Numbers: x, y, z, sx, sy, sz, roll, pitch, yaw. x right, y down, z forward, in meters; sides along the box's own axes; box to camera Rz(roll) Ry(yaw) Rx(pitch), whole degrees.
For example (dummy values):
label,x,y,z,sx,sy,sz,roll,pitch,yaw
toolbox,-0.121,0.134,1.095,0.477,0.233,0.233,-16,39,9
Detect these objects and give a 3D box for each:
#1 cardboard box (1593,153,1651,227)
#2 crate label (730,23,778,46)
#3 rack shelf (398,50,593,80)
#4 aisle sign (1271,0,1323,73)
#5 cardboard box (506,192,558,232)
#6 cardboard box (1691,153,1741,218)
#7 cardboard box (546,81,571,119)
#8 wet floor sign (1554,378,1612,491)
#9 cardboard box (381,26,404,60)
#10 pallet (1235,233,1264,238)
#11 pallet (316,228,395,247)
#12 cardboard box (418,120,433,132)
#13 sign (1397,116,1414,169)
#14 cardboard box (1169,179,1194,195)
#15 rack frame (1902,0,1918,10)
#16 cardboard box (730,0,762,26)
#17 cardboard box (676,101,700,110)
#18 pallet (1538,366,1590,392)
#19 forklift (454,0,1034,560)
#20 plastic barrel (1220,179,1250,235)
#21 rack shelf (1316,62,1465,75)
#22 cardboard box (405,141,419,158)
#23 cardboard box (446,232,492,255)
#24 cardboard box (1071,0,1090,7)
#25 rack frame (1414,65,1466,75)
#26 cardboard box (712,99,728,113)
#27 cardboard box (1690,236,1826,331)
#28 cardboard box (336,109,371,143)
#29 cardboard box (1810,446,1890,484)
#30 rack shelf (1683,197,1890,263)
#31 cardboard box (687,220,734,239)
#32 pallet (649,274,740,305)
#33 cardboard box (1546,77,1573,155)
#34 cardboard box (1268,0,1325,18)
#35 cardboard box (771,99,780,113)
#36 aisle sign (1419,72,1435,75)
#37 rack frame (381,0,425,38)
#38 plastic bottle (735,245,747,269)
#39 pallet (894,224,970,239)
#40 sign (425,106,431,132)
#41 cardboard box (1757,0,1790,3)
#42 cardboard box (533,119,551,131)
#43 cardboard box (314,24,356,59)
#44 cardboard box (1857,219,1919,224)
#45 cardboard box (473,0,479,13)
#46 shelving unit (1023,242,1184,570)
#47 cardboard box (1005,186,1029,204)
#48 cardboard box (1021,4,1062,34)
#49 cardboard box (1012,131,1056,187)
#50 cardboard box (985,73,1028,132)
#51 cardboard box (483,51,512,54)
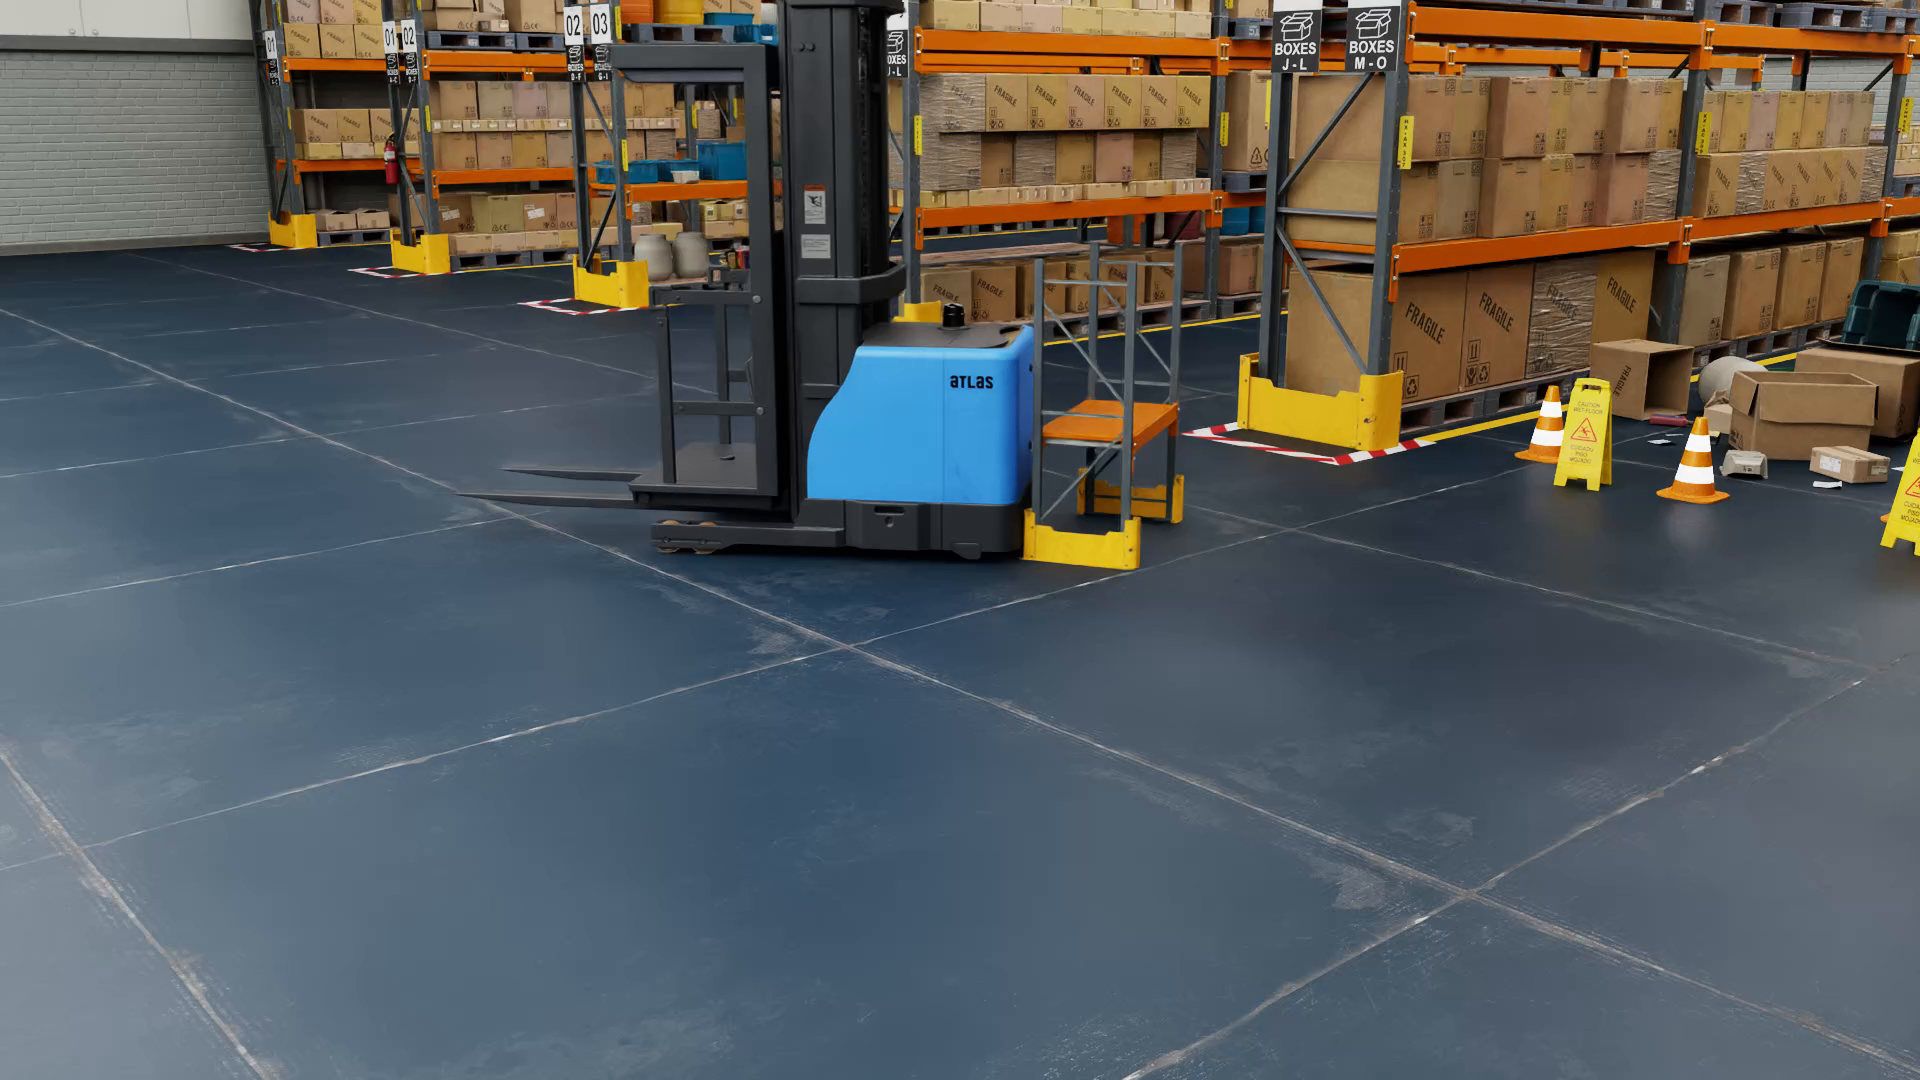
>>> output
label,x,y,z,sx,sy,sz,roll,pitch,yaw
cardboard box,4.810,-2.759,12.975,0.550,0.550,0.875,-13,19,-39
crate label,-2.339,-5.748,18.933,0.408,0.251,0.502,-13,19,-39
rack shelf,-5.708,-6.523,22.941,4.000,0.370,1.077,-13,19,-39
aisle sign,2.213,-3.473,10.903,0.004,0.787,0.394,-13,19,-39
cardboard box,-5.921,-4.540,22.994,0.500,0.500,0.500,-13,19,-39
cardboard box,6.054,-2.934,13.727,0.500,0.500,0.500,-12,19,-39
cardboard box,-5.665,-6.104,23.082,0.500,0.500,0.700,-13,19,-39
wet floor sign,3.741,-0.643,9.908,0.267,0.644,0.232,12,19,37
cardboard box,-8.847,-7.829,26.204,0.500,0.500,0.500,-11,19,-36
pallet,4.475,-4.681,25.866,1.213,0.211,1.003,-13,19,-39
pallet,-9.778,-4.843,26.472,1.213,0.211,1.003,-13,19,-39
cardboard box,-7.053,-5.546,22.251,0.250,0.149,0.380,-13,20,-40
sign,2.823,-2.518,10.535,0.005,0.325,0.100,-13,19,-39
cardboard box,2.137,-3.576,16.811,0.250,0.149,0.380,-13,19,-39
rack frame,8.498,-6.425,15.365,0.127,3.000,1.000,-13,19,-39
cardboard box,-3.293,-7.900,24.725,0.500,0.500,0.500,-10,18,-34
cardboard box,-4.910,-7.854,30.039,0.380,0.149,0.250,12,19,38
pallet,4.856,-1.388,13.537,1.213,0.211,1.003,-13,19,-39
forklift,-1.135,-1.473,8.584,3.031,2.935,1.130,2,15,8
plastic barrel,4.129,-5.131,25.400,0.708,0.901,0.600,-13,19,-39
rack shelf,6.593,-7.591,26.939,4.000,0.370,1.077,-13,19,-39
cardboard box,-8.741,-6.266,26.647,0.500,0.250,0.500,-12,19,-39
cardboard box,-6.666,-4.005,22.445,0.500,0.250,0.500,-13,19,-39
cardboard box,0.993,-5.037,15.499,0.250,0.149,0.380,-14,20,-41
rack frame,8.102,-6.828,28.501,0.127,3.000,1.000,-13,19,-39
cardboard box,-4.264,-8.093,30.974,0.500,0.250,0.500,-12,19,-38
cardboard box,7.322,-2.408,15.498,0.750,0.750,1.050,-12,19,-39
cardboard box,-9.534,-6.450,25.885,0.500,0.500,0.500,-13,19,-39
cardboard box,5.451,-0.462,10.193,0.250,0.149,0.380,-3,15,-11
rack shelf,6.989,-2.840,14.963,4.000,0.370,1.077,-13,19,-39
cardboard box,-3.732,-4.655,24.879,0.500,0.250,0.500,-13,20,-41
pallet,-3.325,-2.929,19.308,1.213,0.211,1.003,-13,19,-39
cardboard box,3.949,-3.115,12.217,0.500,0.550,0.875,-13,19,-39
cardboard box,3.431,-5.753,17.651,0.637,0.503,0.797,-12,19,-37
cardboard box,-3.519,-8.084,30.939,0.500,0.250,0.500,-13,20,-40
aisle sign,7.962,-8.154,28.428,0.004,0.787,0.394,-13,19,-39
rack frame,-7.217,-7.981,21.193,0.127,3.000,1.000,-13,19,-39
plastic bottle,-2.662,-3.448,20.273,0.135,0.276,0.152,-12,19,-39
pallet,-0.594,-5.210,27.846,1.213,0.211,1.003,-13,19,-39
sign,-6.857,-5.430,21.436,0.005,0.325,0.100,-13,19,-39
cardboard box,7.042,-4.932,14.754,0.500,0.311,0.500,-13,20,-40
cardboard box,-5.809,-5.688,22.780,0.250,0.149,0.380,-13,20,-40
cardboard box,-9.626,-7.646,25.517,0.500,0.500,0.500,-11,19,-36
cardboard box,9.997,-3.311,17.912,0.500,0.250,0.500,-12,19,-37
cardboard box,-8.062,-8.481,26.707,0.500,0.500,0.500,-11,19,-36
shelving unit,0.772,-0.732,8.583,0.587,1.500,1.083,5,16,19
cardboard box,0.423,-3.200,15.403,0.250,0.149,0.380,-13,19,-39
cardboard box,0.578,-4.734,15.137,0.500,0.250,0.500,-13,20,-40
cardboard box,0.420,-3.618,15.712,0.500,0.500,0.875,-13,19,-39
cardboard box,0.259,-3.952,15.026,0.500,0.500,0.500,-13,19,-39
cardboard box,-7.674,-8.097,27.207,0.500,0.500,0.500,-12,19,-38
